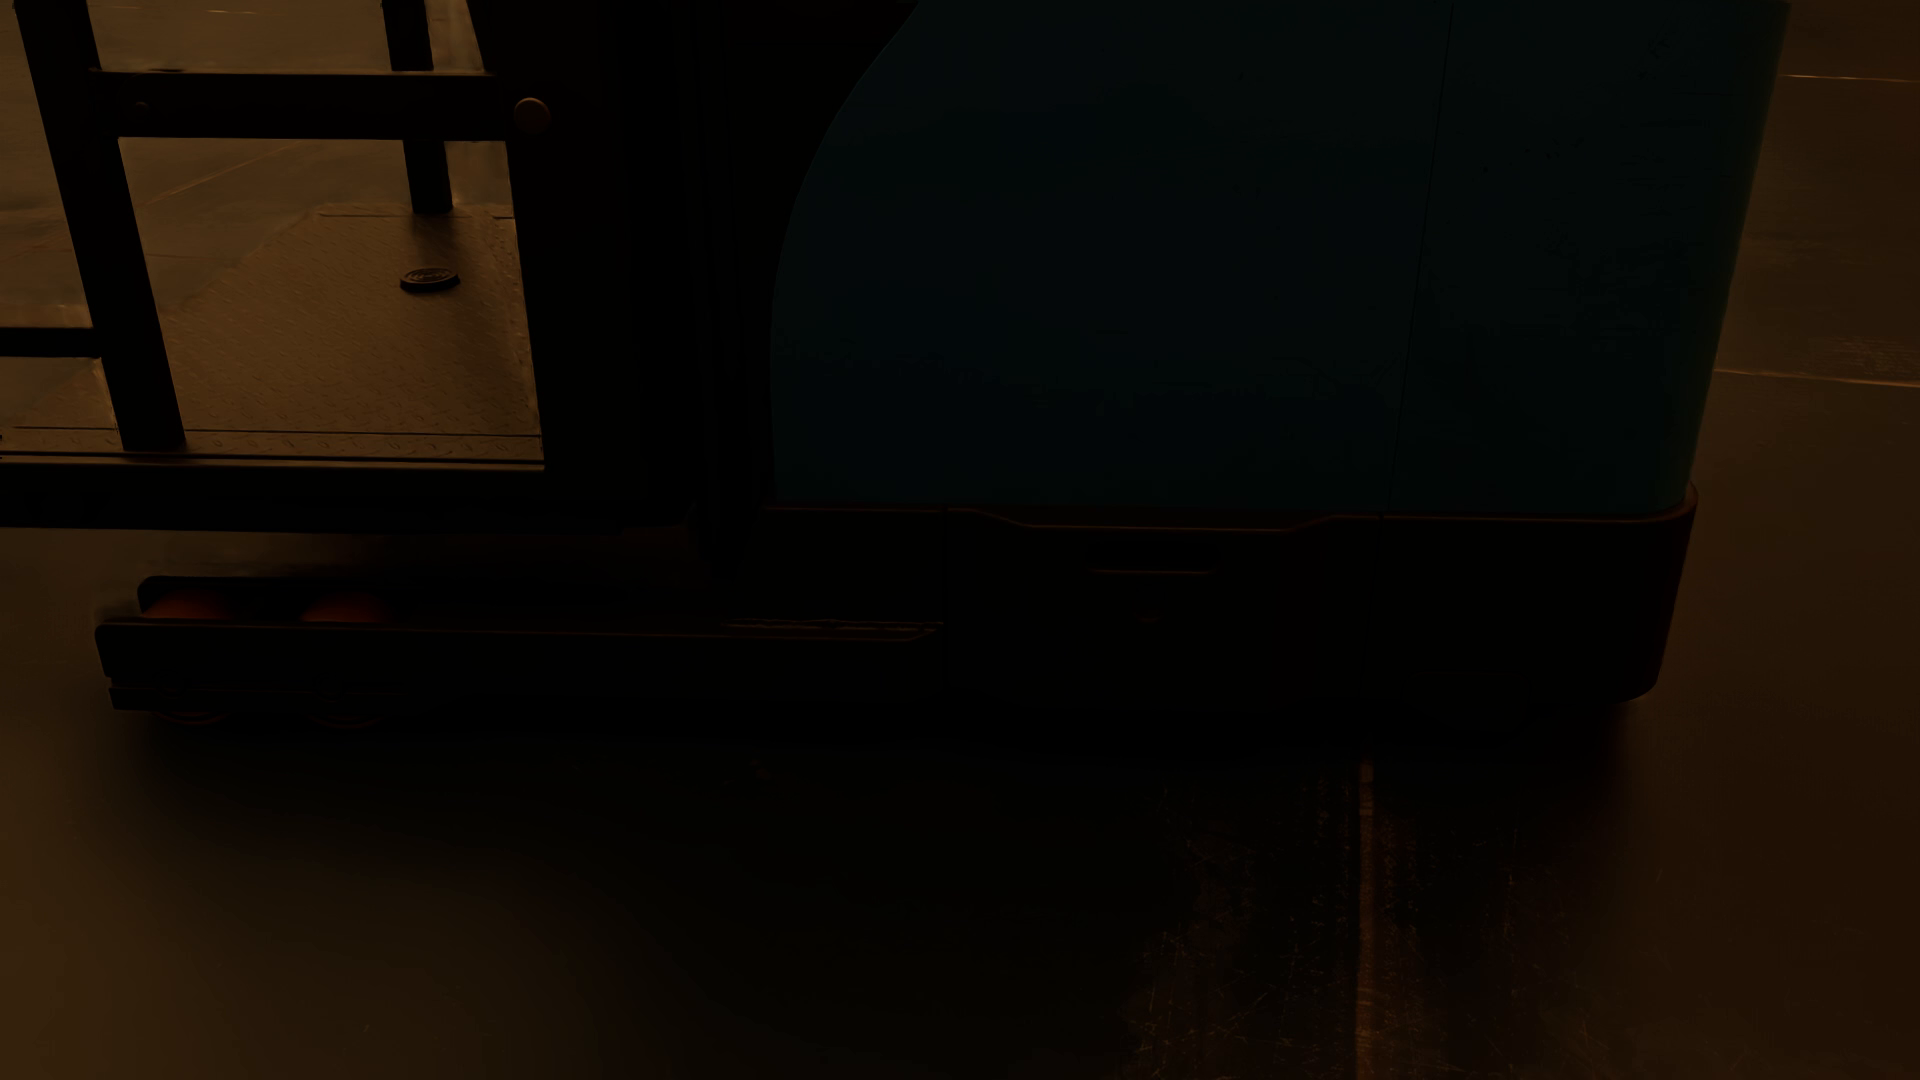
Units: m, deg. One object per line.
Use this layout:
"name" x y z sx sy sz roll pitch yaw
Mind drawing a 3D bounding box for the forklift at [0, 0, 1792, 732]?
"forklift" -0.642 -1.313 1.849 3.031 2.935 1.130 1 27 2
